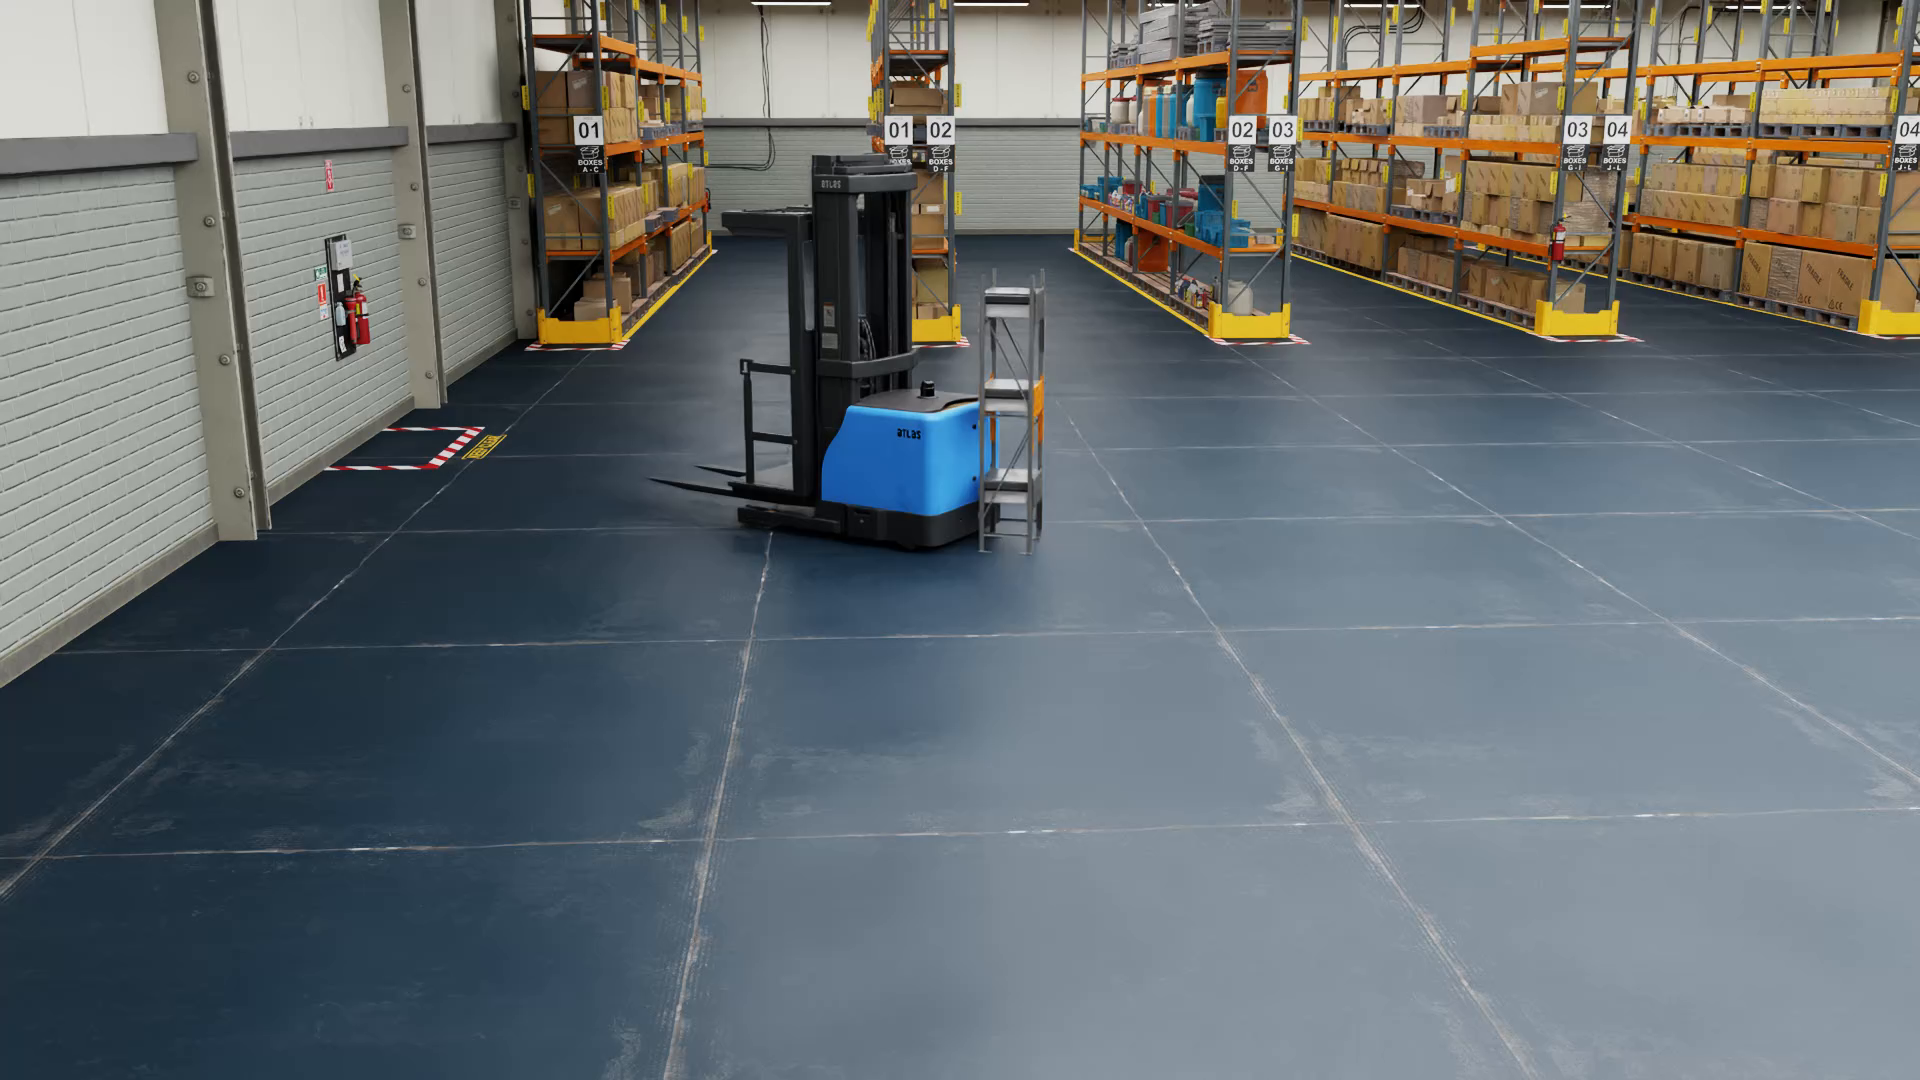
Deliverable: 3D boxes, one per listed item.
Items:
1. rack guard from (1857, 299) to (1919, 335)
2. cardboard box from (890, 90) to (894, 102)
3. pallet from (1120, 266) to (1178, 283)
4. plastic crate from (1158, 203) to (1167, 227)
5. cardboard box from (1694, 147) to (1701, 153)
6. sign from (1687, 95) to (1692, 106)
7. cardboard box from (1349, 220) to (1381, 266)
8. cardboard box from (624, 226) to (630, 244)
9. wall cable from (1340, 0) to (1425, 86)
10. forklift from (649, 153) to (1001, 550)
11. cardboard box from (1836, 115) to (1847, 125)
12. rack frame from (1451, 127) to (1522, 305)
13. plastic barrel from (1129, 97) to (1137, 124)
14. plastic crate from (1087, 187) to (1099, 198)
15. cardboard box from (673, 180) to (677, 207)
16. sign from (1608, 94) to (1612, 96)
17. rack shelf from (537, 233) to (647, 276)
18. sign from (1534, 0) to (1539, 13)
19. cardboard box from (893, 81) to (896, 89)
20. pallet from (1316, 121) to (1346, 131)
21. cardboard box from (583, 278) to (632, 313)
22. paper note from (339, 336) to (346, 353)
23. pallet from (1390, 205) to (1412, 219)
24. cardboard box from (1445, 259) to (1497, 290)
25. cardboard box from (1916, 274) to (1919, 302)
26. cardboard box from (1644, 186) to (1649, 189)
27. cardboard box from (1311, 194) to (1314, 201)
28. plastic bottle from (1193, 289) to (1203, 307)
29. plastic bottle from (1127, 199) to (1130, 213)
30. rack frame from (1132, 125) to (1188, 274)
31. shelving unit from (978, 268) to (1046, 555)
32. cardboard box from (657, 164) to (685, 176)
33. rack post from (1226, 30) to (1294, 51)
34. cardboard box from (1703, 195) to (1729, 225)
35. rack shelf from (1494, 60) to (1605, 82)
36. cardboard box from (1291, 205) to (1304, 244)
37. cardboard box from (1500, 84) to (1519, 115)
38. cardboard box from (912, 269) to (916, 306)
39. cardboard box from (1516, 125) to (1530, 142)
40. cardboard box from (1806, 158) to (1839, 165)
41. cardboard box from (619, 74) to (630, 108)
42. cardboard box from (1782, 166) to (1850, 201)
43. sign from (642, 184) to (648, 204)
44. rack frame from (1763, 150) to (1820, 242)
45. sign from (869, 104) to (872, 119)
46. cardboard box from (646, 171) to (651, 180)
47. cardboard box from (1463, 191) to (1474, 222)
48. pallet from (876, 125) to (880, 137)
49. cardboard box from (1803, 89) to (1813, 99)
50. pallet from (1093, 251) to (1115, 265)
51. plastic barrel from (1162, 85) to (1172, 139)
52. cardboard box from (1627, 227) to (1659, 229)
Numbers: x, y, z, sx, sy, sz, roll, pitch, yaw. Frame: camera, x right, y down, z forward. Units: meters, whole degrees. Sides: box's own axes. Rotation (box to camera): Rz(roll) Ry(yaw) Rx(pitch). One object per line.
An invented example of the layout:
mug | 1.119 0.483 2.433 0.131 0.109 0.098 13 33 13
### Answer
rack guard | 14.263 -3.388 25.189 1.175 0.500 0.348 -1 14 -3
cardboard box | -0.855 -6.758 25.921 0.797 0.503 0.637 1 14 3
pallet | 3.775 -5.311 33.244 1.003 0.211 1.213 -1 14 -3
plastic crate | 3.734 -5.733 29.320 0.392 0.384 0.575 -1 14 -3
cardboard box | 17.950 -9.439 40.184 0.380 0.149 0.250 -1 14 -2
sign | 17.650 -10.592 40.241 0.100 0.325 0.005 -1 14 -3
cardboard box | 8.739 -6.110 34.177 1.225 0.875 0.875 -1 14 -3
cardboard box | -5.312 -4.642 25.310 0.500 0.250 0.500 -1 14 -4
wall cable | 11.403 -14.455 44.691 2.277 5.999 0.120 -1 14 -3
forklift | -1.197 -1.599 13.359 3.031 2.935 1.130 9 17 31
cardboard box | 13.839 -6.518 25.779 0.380 0.149 0.250 -1 14 -4
rack frame | 9.057 -5.548 28.568 1.000 3.000 0.127 -1 14 -3
plastic barrel | 3.605 -8.626 33.398 0.433 0.535 0.433 0 14 0
plastic crate | 3.138 -8.010 38.352 0.416 0.233 0.300 -1 14 -3
cardboard box | -5.821 -6.770 32.482 0.500 0.500 0.500 0 14 -2
sign | 14.071 -9.492 36.050 0.100 0.325 0.005 -1 14 -3
rack shelf | -5.651 -4.472 25.833 1.077 0.370 4.000 -1 14 -3
sign | 9.599 -8.947 27.709 0.100 0.325 0.005 -1 14 -3
cardboard box | -0.888 -7.637 28.624 0.500 0.500 0.500 1 14 2
pallet | 8.521 -9.150 36.729 1.003 0.211 1.213 -1 14 -3
cardboard box | -5.511 -3.824 26.004 0.700 0.500 0.500 -2 15 -7
paper note | -6.005 -1.905 16.178 0.016 0.148 0.142 -1 14 -3
pallet | 8.959 -6.274 31.776 1.213 0.211 1.003 -1 14 -3
cardboard box | 9.040 -4.703 29.419 0.700 0.500 0.500 -2 15 -8
cardboard box | 16.493 -4.193 28.039 0.797 0.637 0.503 -1 14 -3
cardboard box | 13.917 -7.010 33.317 0.380 0.149 0.250 0 14 -1
cardboard box | 8.151 -7.742 37.602 0.380 0.149 0.250 -1 14 -2
plastic bottle | 3.821 -3.883 26.683 0.152 0.276 0.135 -1 14 -3
plastic bottle | 3.387 -6.681 33.230 0.097 0.271 0.097 0 14 0
rack frame | 3.865 -6.466 32.137 1.000 3.000 0.127 -1 14 -3
shelving unit | 0.392 -0.971 12.586 0.431 2.100 0.503 3 15 11
cardboard box | -5.964 -7.634 34.332 0.500 0.250 0.500 -1 14 -2
rack post | 4.441 -7.330 24.457 0.937 0.300 0.954 1 14 3
cardboard box | 13.683 -5.899 29.732 0.500 0.500 0.500 -1 14 -4
rack shelf | 13.394 -10.641 37.776 1.077 0.370 4.000 -1 14 -3
cardboard box | 8.433 -7.548 39.765 0.875 0.875 0.875 -1 14 -3
cardboard box | 9.339 -7.327 27.662 0.500 0.500 0.500 -1 14 -5
cardboard box | -0.913 -3.764 24.808 0.500 0.500 0.500 -1 14 -3
cardboard box | 8.964 -6.300 25.775 0.500 0.250 0.500 -1 14 -2
cardboard box | 18.280 -7.858 35.340 0.500 0.500 0.500 -1 14 -5
cardboard box | -5.386 -6.927 25.661 0.500 0.500 0.500 -1 14 -5
cardboard box | 14.048 -5.831 27.201 0.875 0.550 0.550 -1 14 -3
sign | -5.234 -5.748 27.608 0.100 0.325 0.005 -1 14 -3
rack frame | 18.452 -7.690 36.895 1.000 3.000 0.127 -1 14 -3
sign | -1.868 -9.078 35.232 0.100 0.325 0.005 -1 14 -3
cardboard box | -5.971 -6.803 31.063 0.380 0.149 0.250 -3 15 -11
cardboard box | 9.023 -5.627 28.079 0.875 0.500 0.500 -1 14 -3
pallet | -0.948 -7.584 30.842 1.213 0.211 1.003 0 14 -1
cardboard box | 13.777 -7.156 26.659 0.380 0.149 0.250 -1 14 -4
pallet | 3.533 -6.292 37.059 1.003 0.211 1.213 -1 14 -3
plastic barrel | 3.824 -7.452 28.945 0.600 0.901 0.600 0 14 0
cardboard box | 13.933 -6.251 33.971 0.500 0.250 0.500 -1 14 -4
